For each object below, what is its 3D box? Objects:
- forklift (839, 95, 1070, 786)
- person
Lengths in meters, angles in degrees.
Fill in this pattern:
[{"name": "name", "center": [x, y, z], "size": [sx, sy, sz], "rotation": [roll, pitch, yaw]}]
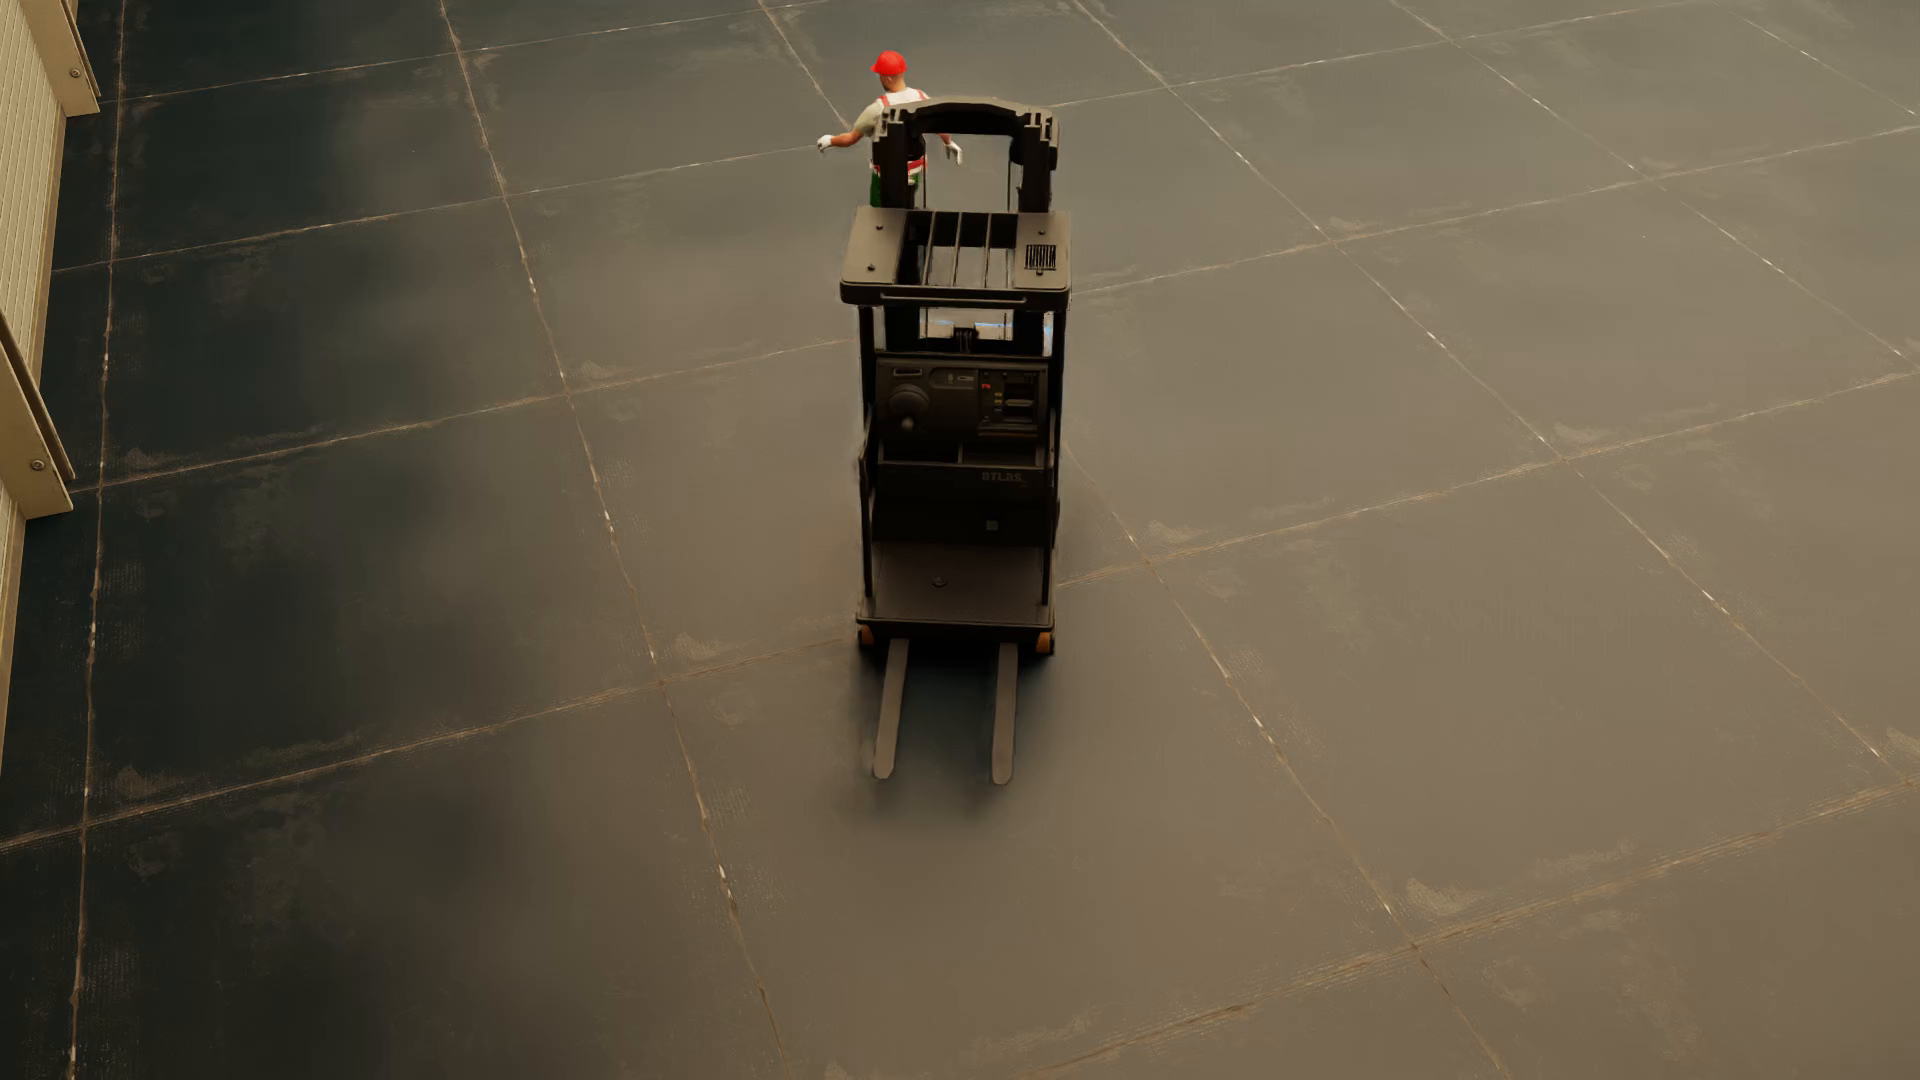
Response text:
[{"name": "forklift", "center": [-0.004, -0.693, 8.821], "size": [1.130, 2.935, 3.031], "rotation": [2, 40, 3]}, {"name": "person", "center": [-0.494, -2.776, 12.245], "size": [1.026, 1.795, 0.648], "rotation": [-21, 44, -23]}]
